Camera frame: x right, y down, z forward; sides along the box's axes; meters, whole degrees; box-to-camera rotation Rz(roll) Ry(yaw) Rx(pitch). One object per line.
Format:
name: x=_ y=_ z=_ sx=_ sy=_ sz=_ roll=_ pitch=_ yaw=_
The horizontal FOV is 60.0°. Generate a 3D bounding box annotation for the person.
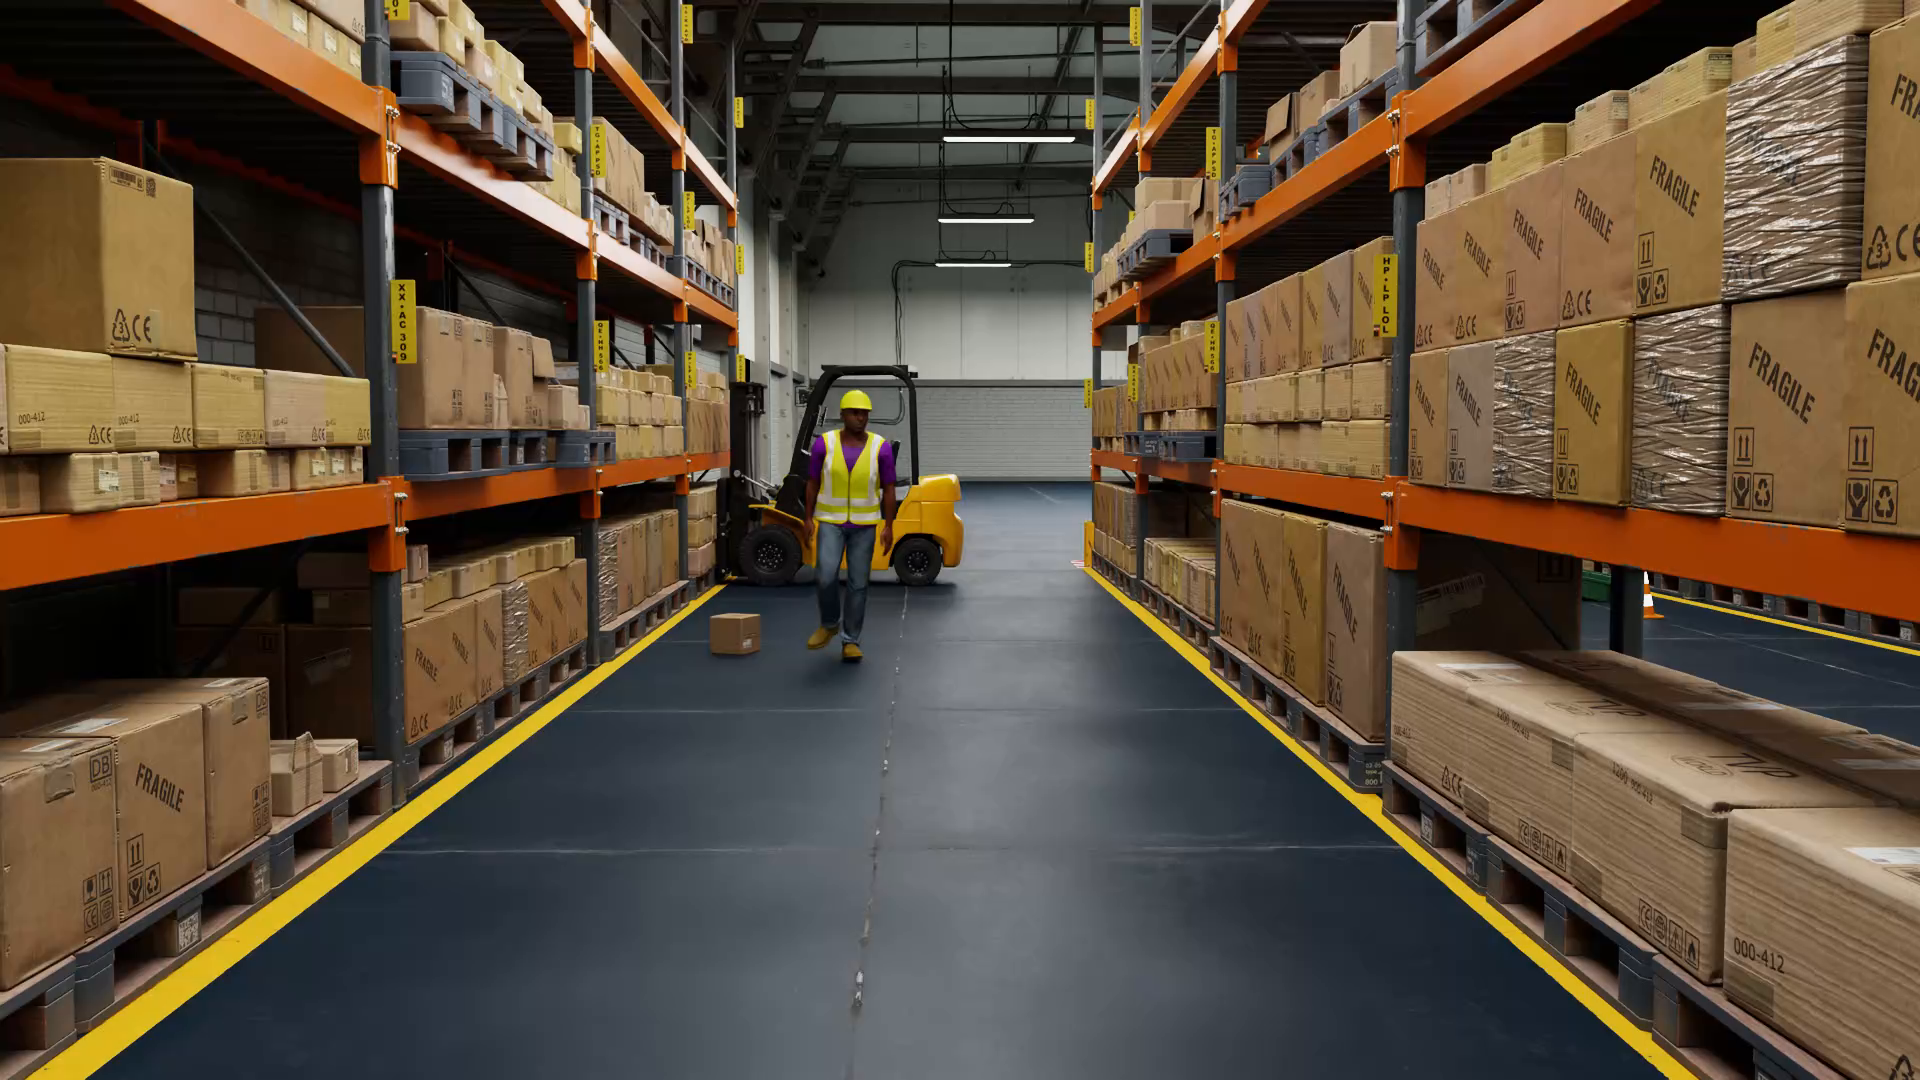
person: x=-0.719 y=-0.096 z=10.828 sx=0.612 sy=1.752 sz=0.496 roll=0 pitch=4 yaw=-7
